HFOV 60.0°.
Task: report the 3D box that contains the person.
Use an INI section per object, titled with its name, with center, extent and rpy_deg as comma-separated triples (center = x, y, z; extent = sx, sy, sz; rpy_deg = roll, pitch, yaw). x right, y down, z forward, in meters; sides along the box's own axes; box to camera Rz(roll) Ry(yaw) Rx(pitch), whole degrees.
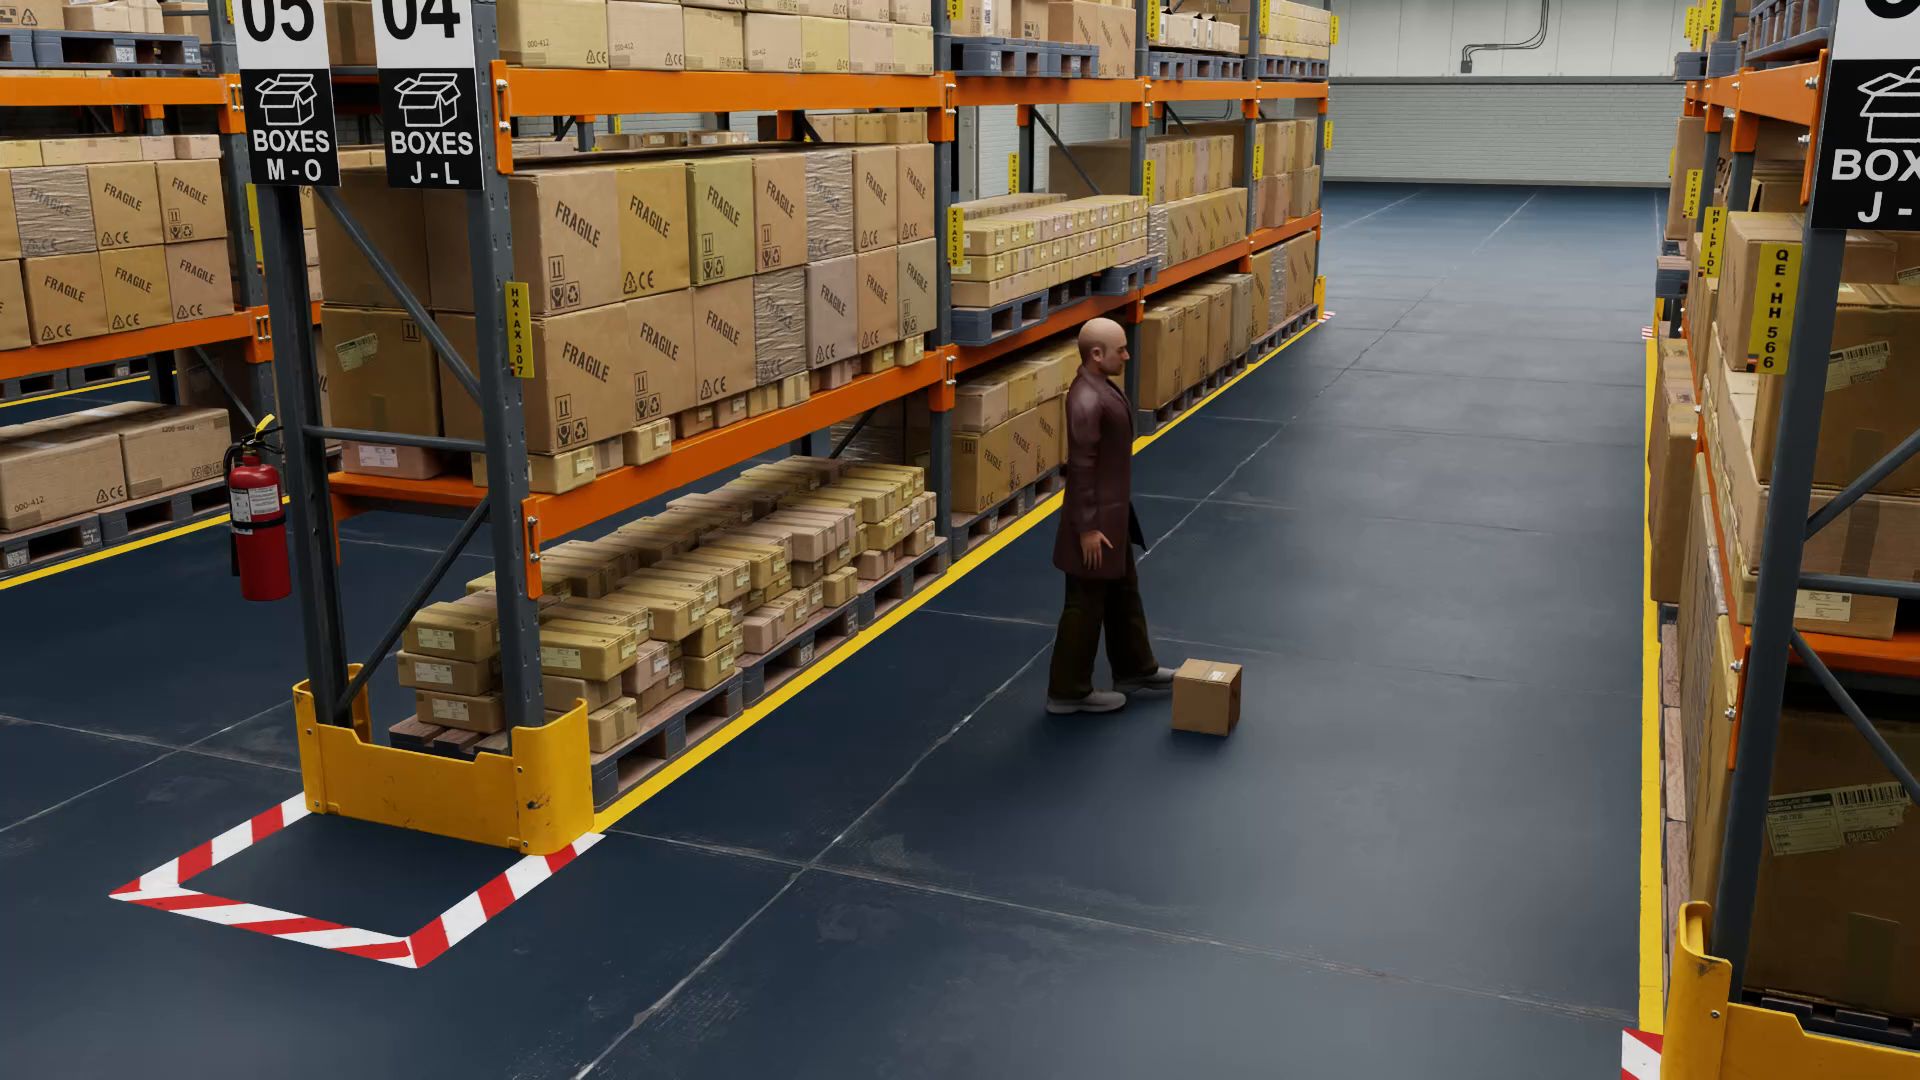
[person]
center = 0.729, -0.098, 7.372
extent = 0.663, 1.777, 0.620
rpy_deg = 2, 15, 7
